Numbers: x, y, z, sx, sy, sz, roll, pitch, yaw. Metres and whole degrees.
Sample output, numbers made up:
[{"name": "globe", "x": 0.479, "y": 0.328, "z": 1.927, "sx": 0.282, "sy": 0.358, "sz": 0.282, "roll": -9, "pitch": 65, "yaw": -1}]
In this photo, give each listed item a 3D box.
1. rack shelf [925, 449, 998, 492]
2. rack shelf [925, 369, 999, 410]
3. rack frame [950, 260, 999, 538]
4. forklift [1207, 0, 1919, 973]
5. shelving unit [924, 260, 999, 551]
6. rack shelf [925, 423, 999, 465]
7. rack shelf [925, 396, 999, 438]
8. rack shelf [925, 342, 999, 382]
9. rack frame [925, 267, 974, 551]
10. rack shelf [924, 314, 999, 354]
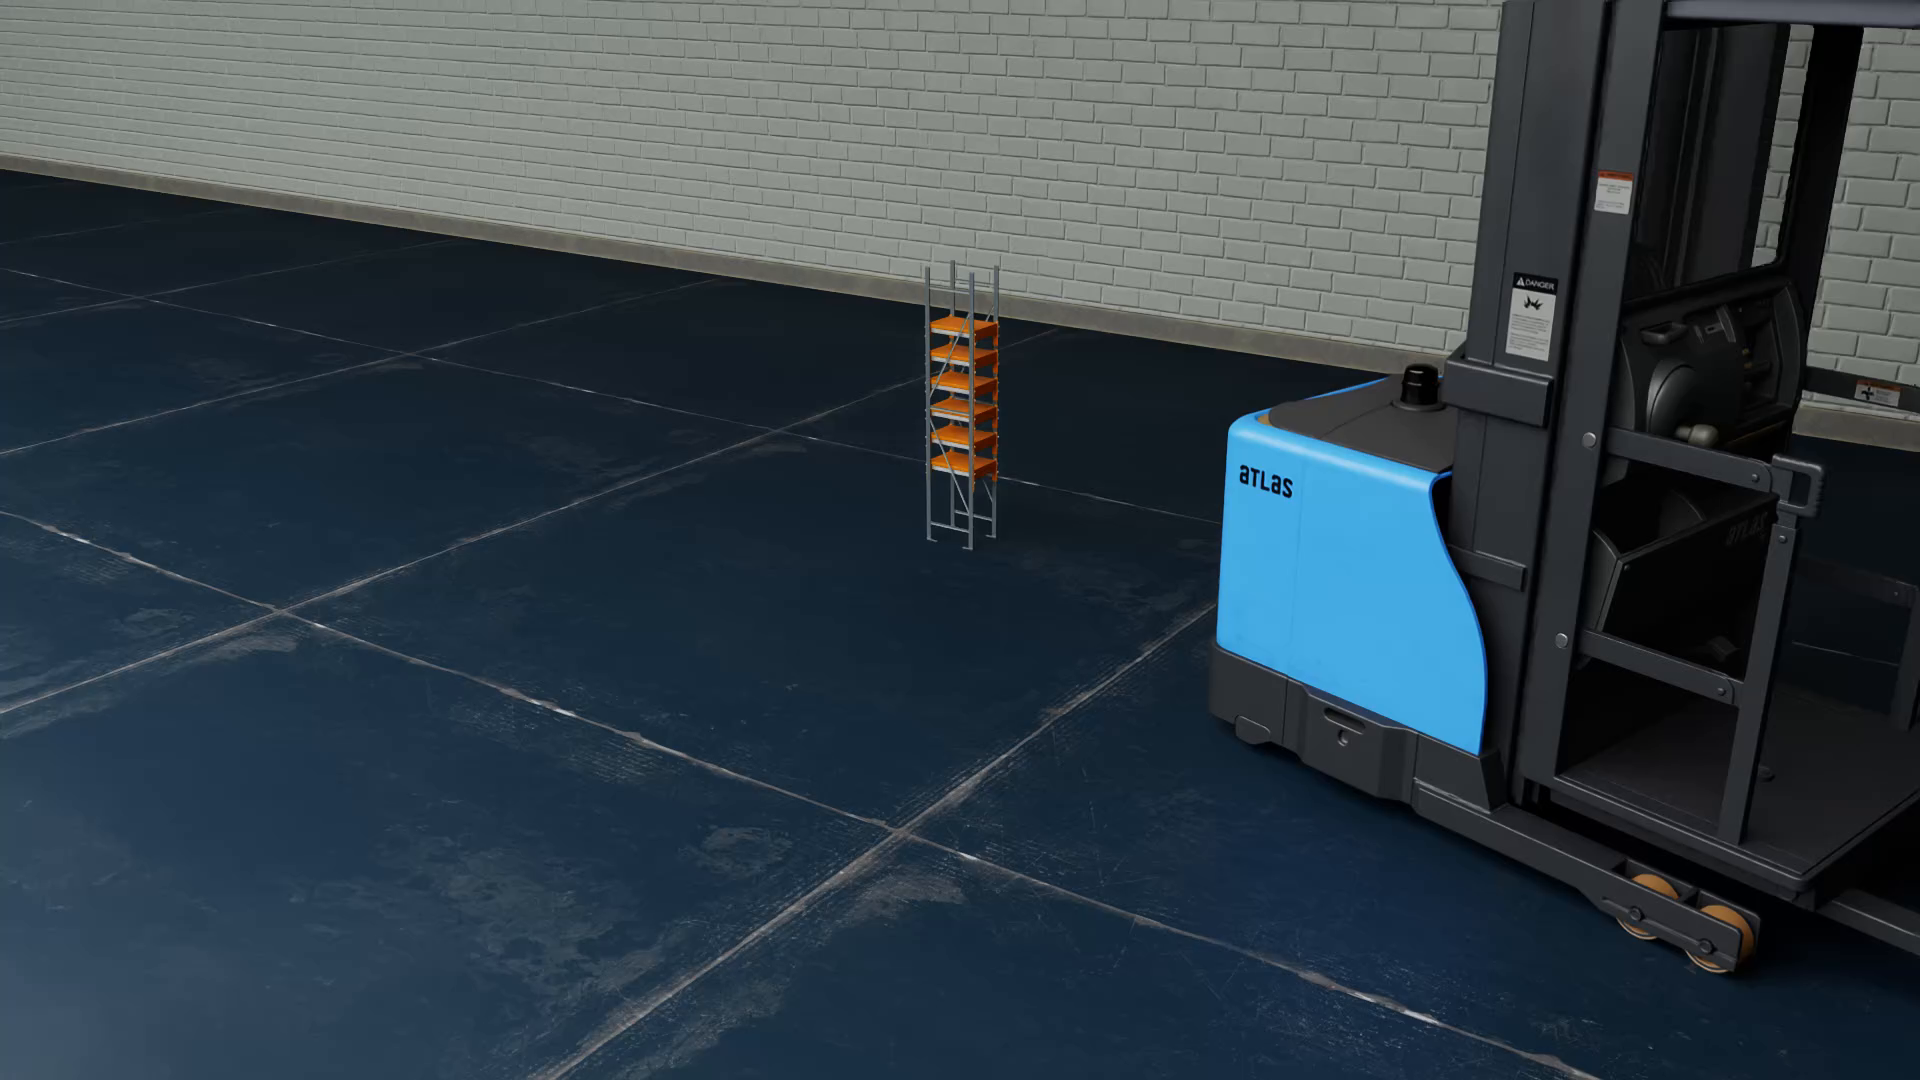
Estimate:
[{"name": "rack shelf", "x": 0.008, "y": -0.300, "z": 7.167, "sx": 0.258, "sy": 0.103, "sz": 0.180, "roll": 13, "pitch": 24, "yaw": 32}, {"name": "rack shelf", "x": 0.008, "y": -0.638, "z": 7.042, "sx": 0.258, "sy": 0.103, "sz": 0.180, "roll": 13, "pitch": 24, "yaw": 32}, {"name": "rack frame", "x": 0.060, "y": -0.593, "z": 7.139, "sx": 0.240, "sy": 1.200, "sz": 0.006, "roll": 13, "pitch": 24, "yaw": 32}, {"name": "forklift", "x": 2.151, "y": -0.463, "z": 4.291, "sx": 1.130, "sy": 2.935, "sz": 3.031, "roll": -16, "pitch": 26, "yaw": -37}, {"name": "shelving unit", "x": 0.008, "y": -0.567, "z": 7.068, "sx": 0.258, "sy": 1.200, "sz": 0.189, "roll": 13, "pitch": 24, "yaw": 32}, {"name": "rack shelf", "x": 0.008, "y": -0.413, "z": 7.125, "sx": 0.258, "sy": 0.103, "sz": 0.180, "roll": 13, "pitch": 24, "yaw": 32}, {"name": "rack shelf", "x": 0.008, "y": -0.525, "z": 7.083, "sx": 0.258, "sy": 0.103, "sz": 0.180, "roll": 13, "pitch": 24, "yaw": 32}, {"name": "rack shelf", "x": 0.008, "y": -0.750, "z": 7.000, "sx": 0.258, "sy": 0.103, "sz": 0.180, "roll": 13, "pitch": 24, "yaw": 32}, {"name": "rack frame", "x": -0.043, "y": -0.541, "z": 6.997, "sx": 0.240, "sy": 1.200, "sz": 0.006, "roll": 13, "pitch": 24, "yaw": 32}, {"name": "rack shelf", "x": 0.008, "y": -0.863, "z": 6.959, "sx": 0.258, "sy": 0.103, "sz": 0.180, "roll": 13, "pitch": 24, "yaw": 32}]
